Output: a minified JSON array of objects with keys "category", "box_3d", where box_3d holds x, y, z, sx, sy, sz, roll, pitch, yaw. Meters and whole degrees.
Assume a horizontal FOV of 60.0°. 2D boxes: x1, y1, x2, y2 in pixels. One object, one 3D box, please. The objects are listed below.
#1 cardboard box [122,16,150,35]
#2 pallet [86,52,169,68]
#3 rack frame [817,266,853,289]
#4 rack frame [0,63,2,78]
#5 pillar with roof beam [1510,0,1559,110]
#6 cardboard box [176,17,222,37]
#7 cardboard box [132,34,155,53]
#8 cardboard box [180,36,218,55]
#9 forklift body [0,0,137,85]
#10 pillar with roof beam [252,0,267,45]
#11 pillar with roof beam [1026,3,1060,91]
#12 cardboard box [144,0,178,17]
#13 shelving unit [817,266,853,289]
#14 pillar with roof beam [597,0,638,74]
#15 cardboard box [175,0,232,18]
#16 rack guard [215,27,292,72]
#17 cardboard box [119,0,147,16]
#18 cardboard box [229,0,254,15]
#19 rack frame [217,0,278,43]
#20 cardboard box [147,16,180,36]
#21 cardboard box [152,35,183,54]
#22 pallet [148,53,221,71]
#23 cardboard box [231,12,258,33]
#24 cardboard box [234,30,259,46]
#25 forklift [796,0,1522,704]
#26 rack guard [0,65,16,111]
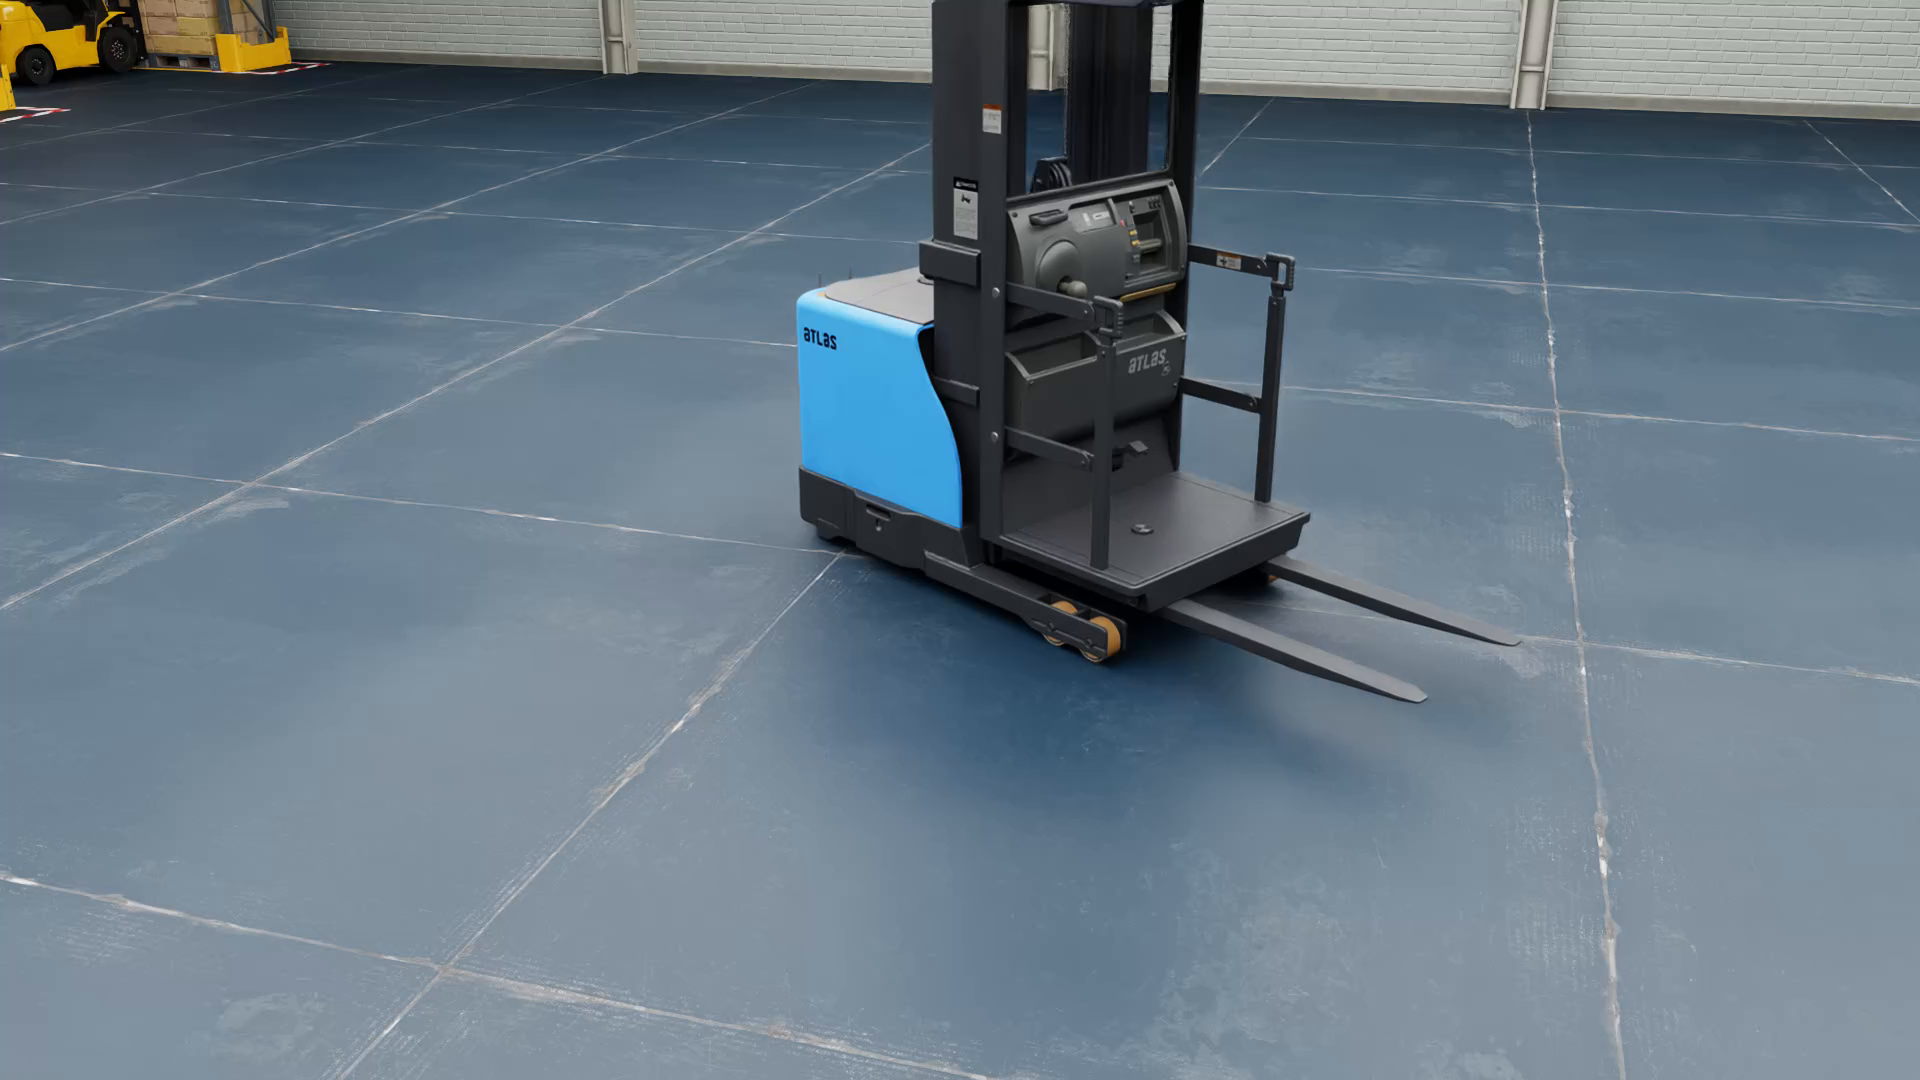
[{"category":"cardboard box","box_3d":[-11.578,-7.333,23.606,0.500,0.250,0.500,6,23,14]},{"category":"pallet","box_3d":[-11.953,-7.045,24.167,1.213,0.211,1.003,7,23,15]},{"category":"rack frame","box_3d":[-0.562,-0.730,7.666,0.200,1.050,0.008,-20,30,-40]},{"category":"rack frame","box_3d":[-11.474,-6.328,18.745,0.127,3.000,1.000,7,23,16]},{"category":"pillar with roof beam","box_3d":[5.539,-7.774,14.365,0.400,9.000,9.100,7,23,16]},{"category":"cardboard box","box_3d":[-10.600,-7.225,23.343,0.500,0.250,0.500,6,23,15]},{"category":"cardboard box","box_3d":[-11.535,-7.107,23.713,0.500,0.250,0.500,7,23,16]},{"category":"cardboard box","box_3d":[-10.585,-6.991,23.430,0.500,0.250,0.500,7,23,16]},{"category":"forklift body","box_3d":[-12.387,-7.284,22.194,1.214,2.155,2.313,7,23,16]},{"category":"pillar with roof beam","box_3d":[-11.694,-9.747,19.175,0.400,9.000,9.100,7,23,16]},{"category":"pillar with roof beam","box_3d":[-0.205,-8.432,15.968,0.400,9.000,9.100,7,23,16]},{"category":"cardboard box","box_3d":[-11.066,-7.508,23.373,0.500,0.250,0.500,7,23,16]},{"category":"shelving unit","box_3d":[-0.477,-0.697,7.585,0.215,1.050,0.252,-20,30,-40]},{"category":"pillar with roof beam","box_3d":[-5.950,-9.090,17.572,0.400,9.000,9.100,7,23,16]},{"category":"cardboard box","box_3d":[-10.575,-7.454,23.242,0.500,0.250,0.500,7,23,17]},{"category":"rack guard","box_3d":[-10.021,-6.973,23.611,0.348,0.500,1.175,7,23,16]},{"category":"cardboard box","box_3d":[-11.552,-7.560,23.499,0.500,0.250,0.500,7,23,16]},{"category":"cardboard box","box_3d":[-10.450,-7.638,23.691,0.500,0.250,0.500,6,23,15]},{"category":"rack frame","box_3d":[-10.044,-8.132,23.143,0.127,3.000,1.000,7,23,16]},{"category":"cardboard box","box_3d":[-11.077,-7.284,23.487,0.500,0.250,0.500,6,23,15]},{"category":"cardboard box","box_3d":[-11.059,-7.049,23.572,0.500,0.250,0.500,7,23,15]},{"category":"pallet","box_3d":[-10.788,-6.911,23.839,1.213,0.211,1.003,7,23,16]},{"category":"cardboard box","box_3d":[-10.434,-7.413,23.799,0.500,0.250,0.500,7,23,16]},{"category":"cardboard box","box_3d":[-10.458,-7.179,23.889,0.500,0.250,0.500,7,23,16]},{"category":"forklift","box_3d":[0.680,-1.123,6.147,1.130,2.935,3.031,-20,30,-40]},{"category":"rack guard","box_3d":[-11.547,-5.180,19.240,0.348,0.500,1.175,7,23,16]}]
